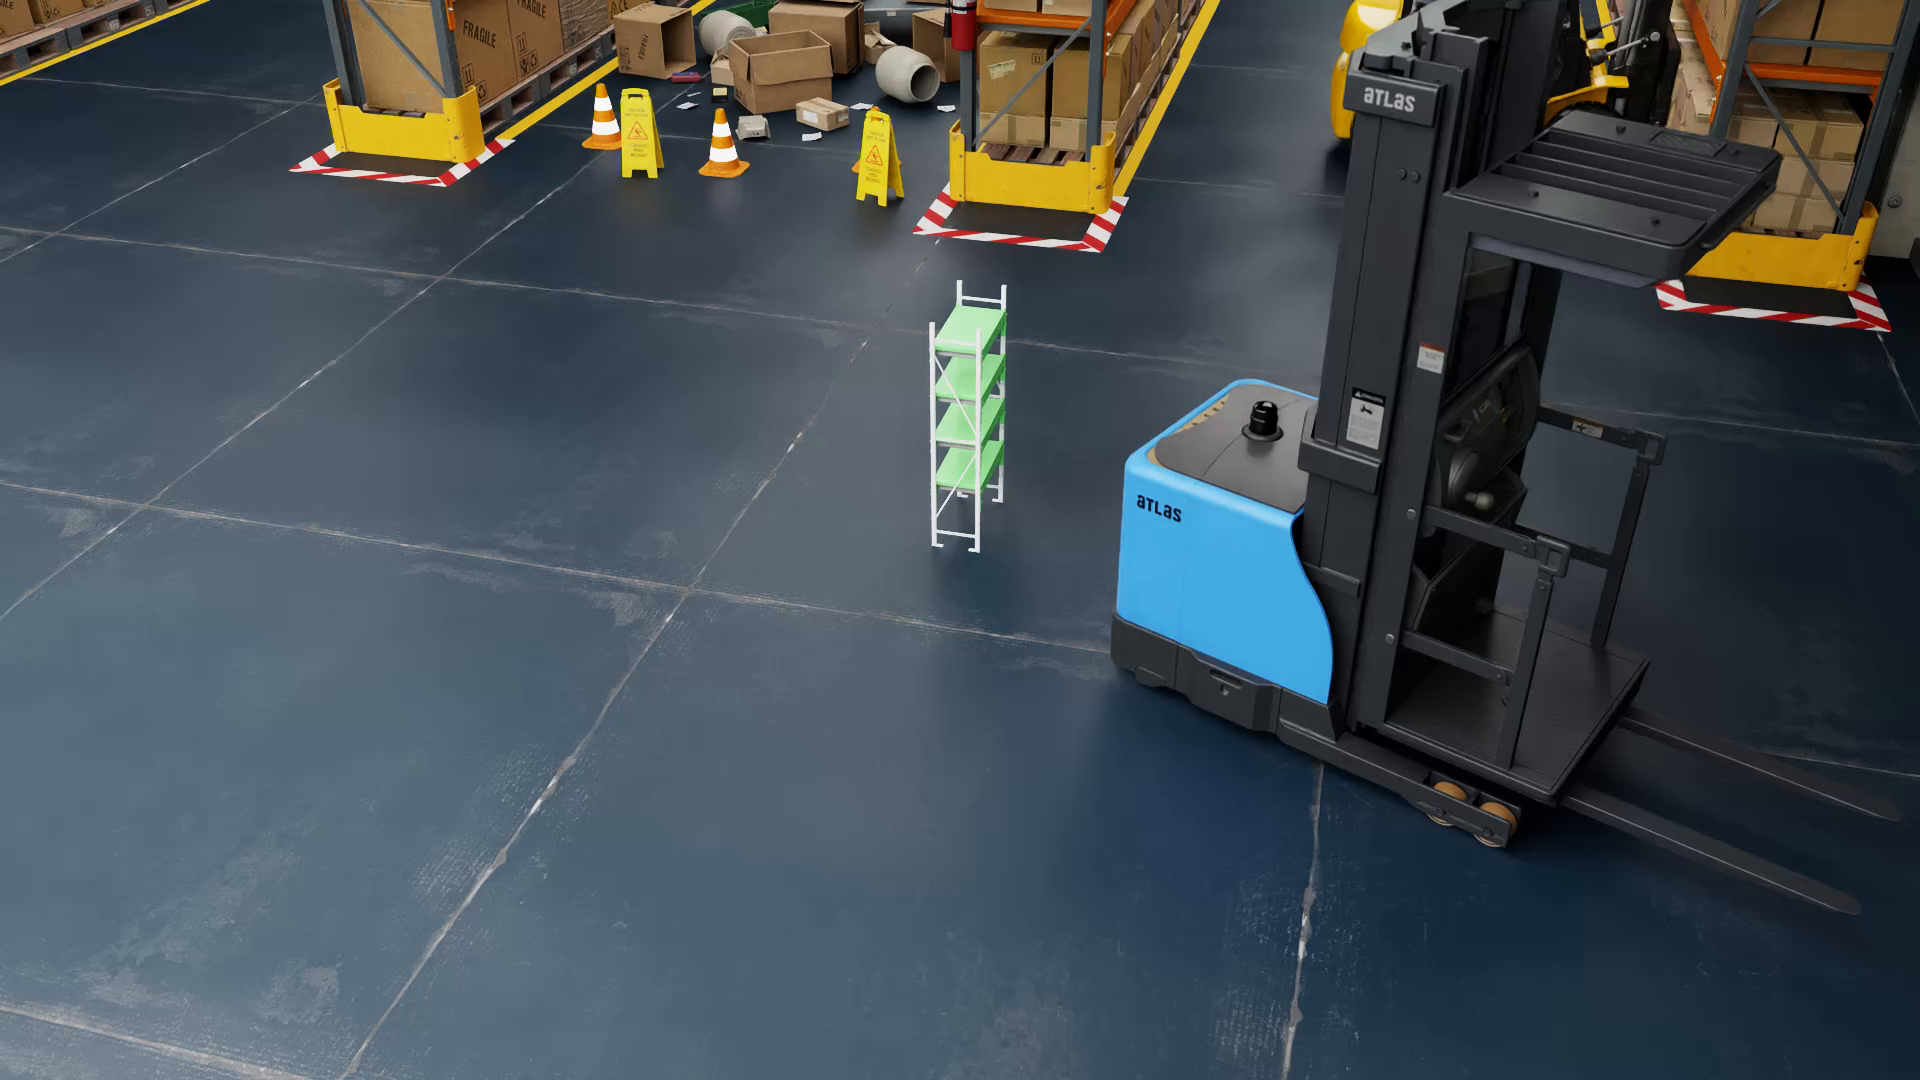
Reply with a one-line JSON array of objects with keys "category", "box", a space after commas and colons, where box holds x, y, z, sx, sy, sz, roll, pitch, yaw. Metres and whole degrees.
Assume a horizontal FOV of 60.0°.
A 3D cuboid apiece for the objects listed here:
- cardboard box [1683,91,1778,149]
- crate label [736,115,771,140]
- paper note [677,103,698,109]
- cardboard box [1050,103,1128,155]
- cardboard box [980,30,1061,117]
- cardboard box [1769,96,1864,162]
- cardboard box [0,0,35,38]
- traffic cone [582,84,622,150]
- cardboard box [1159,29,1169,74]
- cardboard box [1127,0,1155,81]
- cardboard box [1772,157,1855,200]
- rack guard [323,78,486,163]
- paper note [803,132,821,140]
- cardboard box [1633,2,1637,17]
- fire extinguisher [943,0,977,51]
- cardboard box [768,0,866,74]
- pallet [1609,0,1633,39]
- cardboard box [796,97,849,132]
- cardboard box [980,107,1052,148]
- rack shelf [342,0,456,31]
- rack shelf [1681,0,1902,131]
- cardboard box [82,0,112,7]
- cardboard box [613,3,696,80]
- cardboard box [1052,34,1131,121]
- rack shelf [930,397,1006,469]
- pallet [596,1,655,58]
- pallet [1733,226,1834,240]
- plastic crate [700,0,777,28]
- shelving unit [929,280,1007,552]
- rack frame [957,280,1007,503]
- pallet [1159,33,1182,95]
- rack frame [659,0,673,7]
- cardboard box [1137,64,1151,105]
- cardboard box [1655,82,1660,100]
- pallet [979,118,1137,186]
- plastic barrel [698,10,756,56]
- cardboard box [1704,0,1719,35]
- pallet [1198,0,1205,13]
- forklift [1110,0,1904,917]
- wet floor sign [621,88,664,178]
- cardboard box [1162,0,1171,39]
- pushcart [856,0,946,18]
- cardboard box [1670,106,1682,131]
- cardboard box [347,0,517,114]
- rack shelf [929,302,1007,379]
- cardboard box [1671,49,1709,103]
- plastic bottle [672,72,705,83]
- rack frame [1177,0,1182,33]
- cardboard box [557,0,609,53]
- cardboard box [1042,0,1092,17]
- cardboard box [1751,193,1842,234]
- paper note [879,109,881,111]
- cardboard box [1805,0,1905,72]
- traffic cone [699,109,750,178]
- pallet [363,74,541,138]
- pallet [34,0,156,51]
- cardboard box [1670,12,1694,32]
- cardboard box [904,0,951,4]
[{"category": "cardboard box", "box": [5.118, -2.771, 11.052, 0.500, 0.250, 0.500, 9, 34, 14]}, {"category": "crate label", "box": [-1.659, -3.306, 13.323, 0.250, 0.136, 0.298, -8, 33, -13]}, {"category": "paper note", "box": [-2.284, -3.653, 13.970, 0.144, 0.017, 0.142, 20, 38, 29]}, {"category": "cardboard box", "box": [0.973, -3.122, 12.537, 0.500, 0.250, 0.500, 8, 33, 12]}, {"category": "cardboard box", "box": [0.452, -3.509, 12.447, 0.500, 0.500, 0.500, 8, 33, 13]}, {"category": "cardboard box", "box": [5.608, -2.713, 10.961, 0.500, 0.250, 0.500, 8, 33, 12]}, {"category": "cardboard box", "box": [-8.792, -4.833, 14.995, 0.500, 0.500, 0.500, 17, 36, 25]}, {"category": "traffic cone", "box": [-2.805, -3.358, 13.100, 0.336, 0.463, 0.334, 8, 33, 12]}, {"category": "cardboard box", "box": [1.500, -4.196, 14.226, 0.500, 0.250, 0.500, 7, 33, 11]}, {"category": "cardboard box", "box": [1.242, -3.982, 13.191, 0.500, 0.500, 0.500, 9, 33, 13]}, {"category": "cardboard box", "box": [5.623, -2.494, 11.083, 0.500, 0.250, 0.500, 9, 33, 13]}, {"category": "rack guard", "box": [-4.319, -3.279, 12.941, 1.175, 0.500, 0.348, 8, 33, 12]}, {"category": "paper note", "box": [-1.185, -3.233, 13.307, 0.148, 0.019, 0.142, -3, 33, -4]}, {"category": "cardboard box", "box": [6.644, -4.975, 15.103, 0.875, 0.625, 0.625, 8, 33, 12]}, {"category": "fire extinguisher", "box": [0.026, -3.695, 11.339, 0.296, 0.674, 0.183, 8, 33, 12]}, {"category": "cardboard box", "box": [-1.273, -4.471, 14.687, 0.797, 0.637, 0.503, 8, 33, 12]}, {"category": "pallet", "box": [6.775, -4.972, 15.875, 1.003, 0.211, 1.213, 8, 33, 12]}, {"category": "cardboard box", "box": [-1.121, -3.476, 13.580, 0.380, 0.149, 0.250, 28, 42, 36]}, {"category": "cardboard box", "box": [0.451, -3.210, 12.675, 0.500, 0.250, 0.500, 8, 33, 12]}, {"category": "rack shelf", "box": [-3.806, -5.080, 14.116, 1.077, 0.370, 4.000, 8, 33, 12]}, {"category": "rack shelf", "box": [5.810, -3.785, 12.078, 1.077, 0.370, 4.000, 8, 33, 12]}, {"category": "cardboard box", "box": [-8.430, -5.439, 15.948, 0.500, 0.500, 0.500, 5, 33, 8]}, {"category": "cardboard box", "box": [-2.699, -4.423, 14.739, 0.500, 0.500, 0.500, 14, 35, 21]}, {"category": "cardboard box", "box": [0.978, -3.451, 12.355, 0.500, 0.500, 0.500, 7, 33, 11]}, {"category": "rack shelf", "box": [0.042, -0.538, 8.098, 0.258, 0.148, 0.480, 8, 33, 12]}, {"category": "pallet", "box": [-3.567, -4.861, 15.700, 1.003, 0.211, 1.213, 8, 33, 12]}, {"category": "pallet", "box": [5.456, -2.277, 11.634, 1.003, 0.211, 1.213, 8, 33, 12]}, {"category": "plastic crate", "box": [-2.075, -4.991, 15.872, 0.662, 0.188, 0.450, -28, 32, -37]}, {"category": "shelving unit", "box": [0.042, -0.592, 8.063, 0.258, 1.200, 0.503, 8, 33, 12]}, {"category": "rack frame", "box": [0.104, -0.719, 8.262, 0.240, 1.200, 0.015, 8, 33, 12]}, {"category": "pallet", "box": [1.379, -4.270, 14.770, 1.003, 0.211, 1.213, 8, 33, 12]}, {"category": "rack frame", "box": [-3.298, -6.422, 15.556, 1.000, 3.000, 0.127, 8, 33, 12]}, {"category": "cardboard box", "box": [1.236, -3.671, 13.400, 0.500, 0.250, 0.500, 10, 34, 16]}, {"category": "cardboard box", "box": [5.503, -3.362, 12.449, 0.500, 0.250, 0.500, 8, 33, 12]}, {"category": "pallet", "box": [0.760, -3.004, 12.779, 1.003, 0.211, 1.213, 8, 33, 12]}, {"category": "plastic barrel", "box": [-2.102, -4.537, 14.992, 0.421, 0.421, 0.512, -21, 38, -29]}, {"category": "cardboard box", "box": [5.314, -3.652, 11.106, 0.500, 0.500, 0.500, 9, 34, 14]}, {"category": "pallet", "box": [2.019, -5.663, 16.961, 1.003, 0.211, 1.213, 8, 33, 12]}, {"category": "forklift", "box": [2.135, -0.382, 6.119, 3.031, 2.935, 1.130, 23, 39, 31]}, {"category": "wet floor sign", "box": [-2.405, -3.068, 12.474, 0.267, 0.644, 0.232, 3, 33, 4]}, {"category": "cardboard box", "box": [1.498, -4.526, 14.046, 0.500, 0.500, 0.500, 9, 33, 13]}, {"category": "pushcart", "box": [-0.702, -4.978, 15.729, 1.648, 0.377, 0.936, -3, 33, -4]}, {"category": "cardboard box", "box": [5.261, -2.832, 11.615, 0.500, 0.250, 0.500, 8, 33, 12]}, {"category": "cardboard box", "box": [-4.205, -3.988, 13.316, 0.875, 0.875, 0.875, 8, 33, 13]}, {"category": "rack shelf", "box": [0.042, -0.943, 7.840, 0.258, 0.148, 0.480, 8, 33, 12]}, {"category": "cardboard box", "box": [5.360, -3.300, 11.884, 0.500, 0.250, 0.500, 8, 33, 13]}, {"category": "plastic bottle", "box": [-2.378, -4.054, 14.569, 0.283, 0.061, 0.133, -3, 33, -4]}, {"category": "rack frame", "box": [1.516, -5.800, 14.578, 1.000, 3.000, 0.127, 8, 33, 12]}, {"category": "cardboard box", "box": [-3.750, -4.917, 14.778, 0.875, 0.875, 0.875, 8, 33, 13]}, {"category": "cardboard box", "box": [0.787, -3.767, 11.613, 0.380, 0.149, 0.250, 8, 33, 13]}, {"category": "cardboard box", "box": [5.616, -2.296, 11.237, 0.500, 0.250, 0.500, 8, 33, 13]}, {"category": "paper note", "box": [-0.693, -3.574, 13.862, 0.032, 0.001, 0.123, 8, 33, 12]}, {"category": "cardboard box", "box": [5.697, -3.312, 10.571, 0.500, 0.500, 0.500, 9, 34, 14]}, {"category": "traffic cone", "box": [-1.798, -3.027, 12.581, 0.336, 0.463, 0.334, 8, 33, 12]}, {"category": "pallet", "box": [-4.186, -3.595, 13.708, 1.003, 0.211, 1.213, 8, 33, 12]}, {"category": "pallet", "box": [-8.514, -4.984, 15.894, 1.003, 0.211, 1.213, 8, 33, 12]}, {"category": "cardboard box", "box": [5.637, -3.833, 12.723, 0.500, 0.250, 0.500, 9, 34, 14]}, {"category": "cardboard box", "box": [-0.214, -5.292, 15.402, 0.500, 0.500, 0.500, 8, 33, 12]}]
